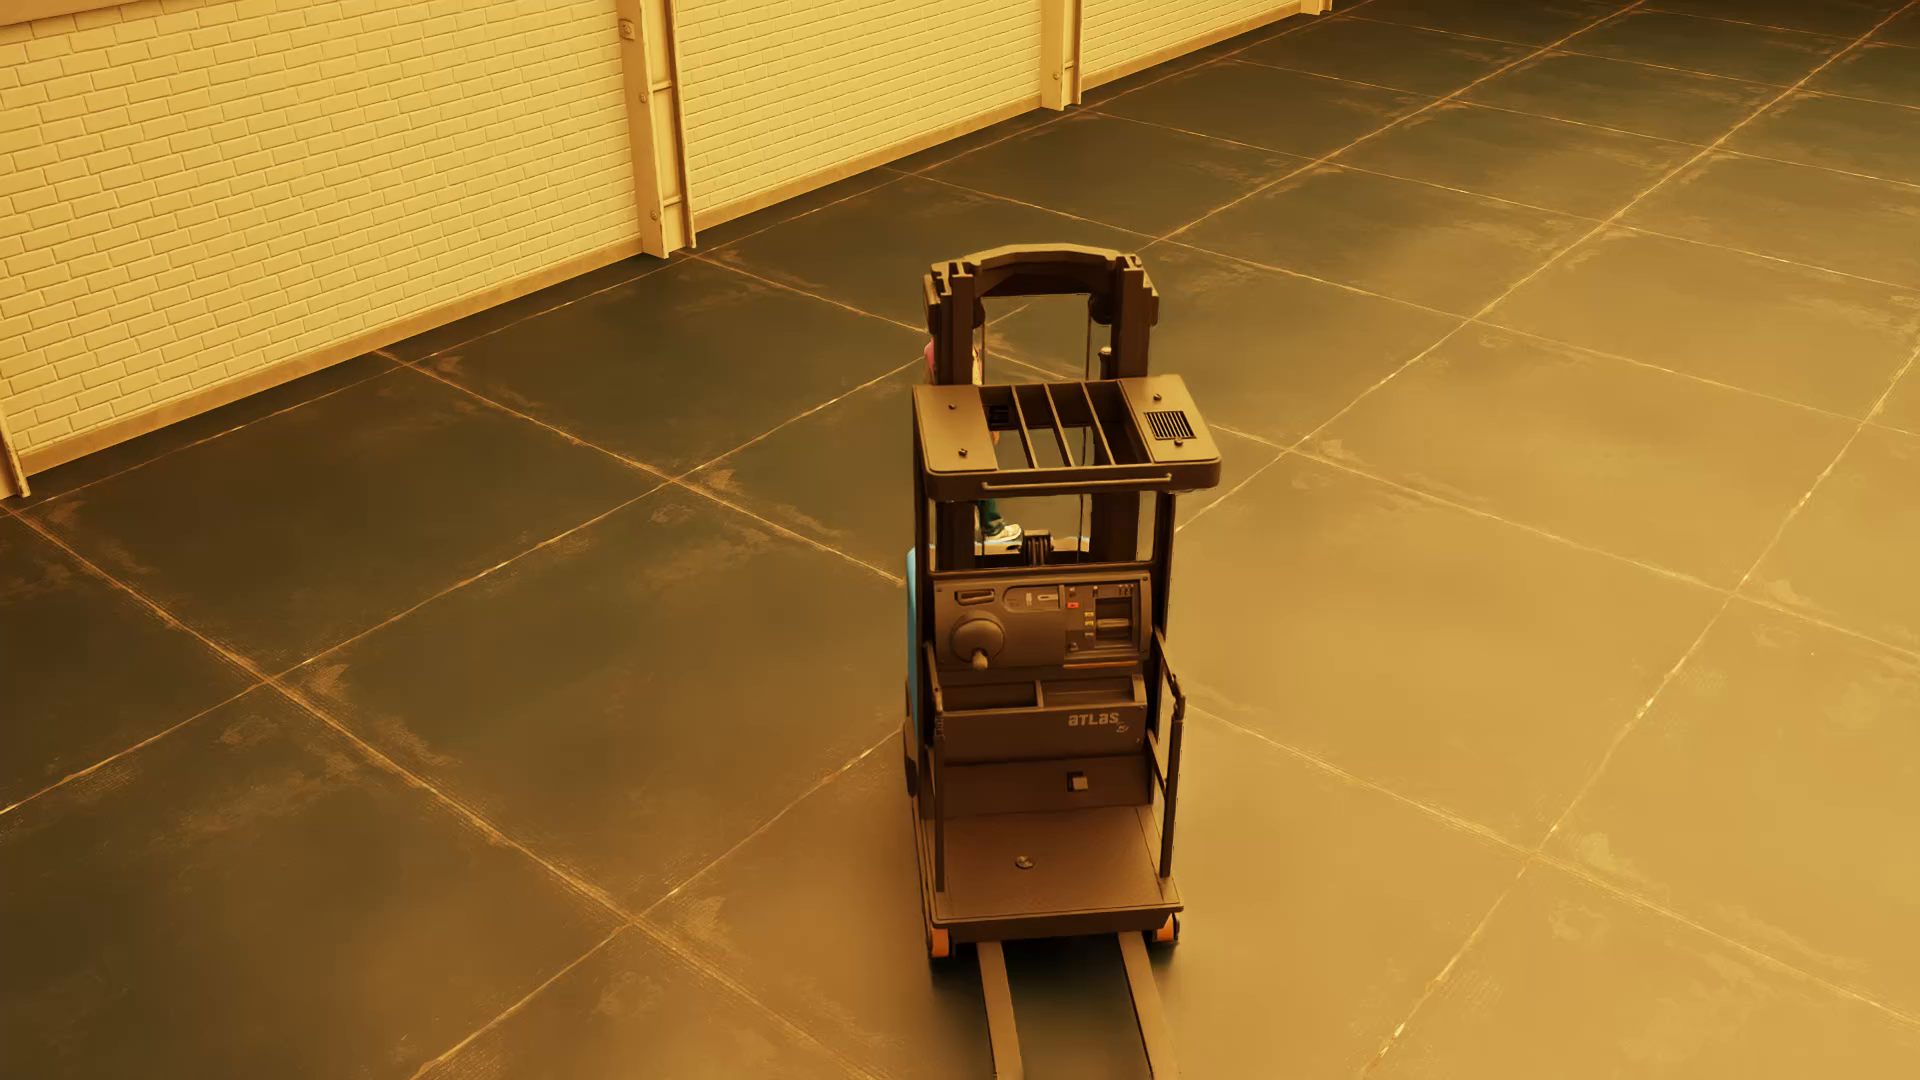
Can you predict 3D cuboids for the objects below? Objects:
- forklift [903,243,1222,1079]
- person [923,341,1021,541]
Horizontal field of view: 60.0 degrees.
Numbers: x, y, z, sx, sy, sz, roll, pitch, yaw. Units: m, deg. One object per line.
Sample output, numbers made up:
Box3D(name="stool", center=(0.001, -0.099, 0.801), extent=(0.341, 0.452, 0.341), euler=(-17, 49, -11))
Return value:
Box3D(name="forklift", center=(0.378, 0.396, 6.917), extent=(1.130, 2.935, 3.031), euler=(-3, 30, -5))
Box3D(name="person", center=(0.057, -0.720, 10.135), extent=(0.520, 1.596, 0.475), euler=(22, 37, 33))
